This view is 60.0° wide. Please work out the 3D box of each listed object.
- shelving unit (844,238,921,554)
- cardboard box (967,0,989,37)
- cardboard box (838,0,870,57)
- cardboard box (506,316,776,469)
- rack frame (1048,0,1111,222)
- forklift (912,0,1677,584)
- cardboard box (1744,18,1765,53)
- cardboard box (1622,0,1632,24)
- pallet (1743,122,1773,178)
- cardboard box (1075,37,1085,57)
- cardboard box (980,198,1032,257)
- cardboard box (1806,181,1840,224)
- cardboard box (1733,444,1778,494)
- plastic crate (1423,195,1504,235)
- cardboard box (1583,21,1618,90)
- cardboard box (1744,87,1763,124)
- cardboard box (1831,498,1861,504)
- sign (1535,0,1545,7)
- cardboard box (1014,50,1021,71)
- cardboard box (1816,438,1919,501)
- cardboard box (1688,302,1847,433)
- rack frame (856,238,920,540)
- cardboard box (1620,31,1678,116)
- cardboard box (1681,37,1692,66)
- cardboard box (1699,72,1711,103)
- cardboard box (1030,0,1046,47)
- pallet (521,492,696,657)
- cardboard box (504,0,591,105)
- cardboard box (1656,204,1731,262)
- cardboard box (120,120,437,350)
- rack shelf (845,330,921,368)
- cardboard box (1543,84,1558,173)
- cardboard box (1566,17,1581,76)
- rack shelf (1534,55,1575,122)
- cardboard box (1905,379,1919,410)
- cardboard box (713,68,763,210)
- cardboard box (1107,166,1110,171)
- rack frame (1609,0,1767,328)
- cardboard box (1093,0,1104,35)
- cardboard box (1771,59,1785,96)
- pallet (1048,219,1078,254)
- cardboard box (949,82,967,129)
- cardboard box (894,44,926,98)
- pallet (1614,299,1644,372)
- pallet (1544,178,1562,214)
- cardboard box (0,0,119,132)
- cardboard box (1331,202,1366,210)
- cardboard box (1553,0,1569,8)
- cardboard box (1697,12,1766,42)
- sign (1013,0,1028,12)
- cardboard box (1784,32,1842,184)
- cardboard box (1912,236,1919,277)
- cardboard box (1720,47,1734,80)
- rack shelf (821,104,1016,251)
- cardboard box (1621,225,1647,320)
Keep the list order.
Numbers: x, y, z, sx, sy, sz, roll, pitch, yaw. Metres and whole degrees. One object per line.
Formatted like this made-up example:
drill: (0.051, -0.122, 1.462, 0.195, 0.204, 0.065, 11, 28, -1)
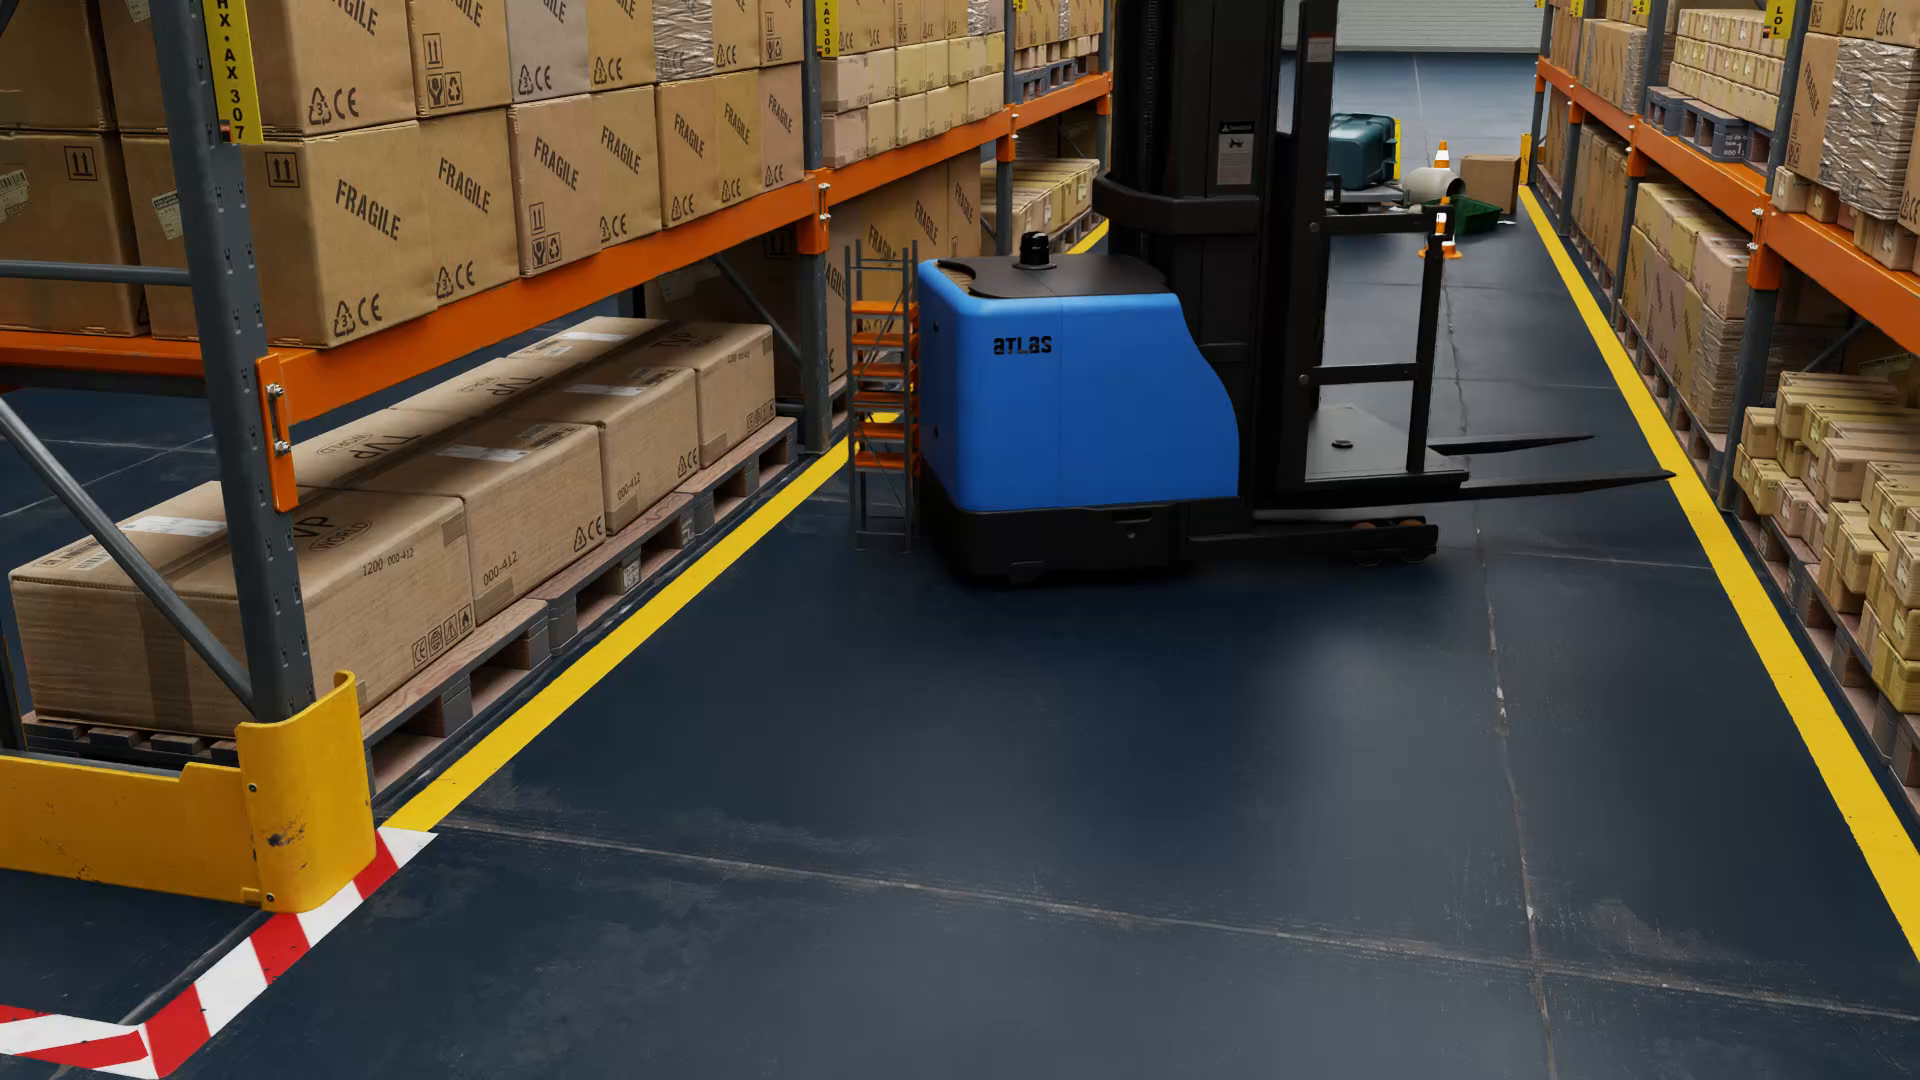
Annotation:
shelving unit: (-0.295, -0.548, 6.435, 0.258, 1.200, 0.189, 3, 19, 9)
cardboard box: (-0.130, -3.299, 10.003, 0.500, 0.500, 0.500, 5, 19, 14)
cardboard box: (-0.731, -2.504, 7.678, 0.500, 0.500, 0.500, 5, 19, 14)
cardboard box: (-1.375, -0.667, 7.313, 0.875, 0.438, 0.875, 4, 19, 13)
rack frame: (0.837, -4.376, 14.859, 1.000, 3.000, 0.127, 5, 19, 13)
forklift: (1.374, -1.448, 6.392, 3.031, 2.935, 1.130, -4, 19, -11)
cardboard box: (3.873, -2.336, 7.706, 0.380, 0.149, 0.250, 4, 19, 12)
cardboard box: (5.299, -4.062, 12.237, 0.700, 0.500, 0.500, 5, 19, 14)
pallet: (4.035, -1.647, 7.165, 1.003, 0.211, 1.213, 5, 19, 13)
cardboard box: (0.811, -4.028, 13.579, 0.380, 0.149, 0.250, 5, 19, 14)
cardboard box: (0.008, -2.254, 12.062, 0.950, 0.372, 0.625, 3, 19, 10)
cardboard box: (3.330, -1.241, 6.068, 0.380, 0.149, 0.250, 5, 20, 15)
cardboard box: (3.307, -0.270, 6.599, 0.380, 0.149, 0.250, 4, 19, 11)
plastic crate: (4.434, -2.871, 14.715, 0.450, 0.188, 0.662, 29, 33, 36)
cardboard box: (5.150, -3.762, 12.908, 0.500, 0.500, 0.500, 5, 19, 14)
cardboard box: (3.800, -1.967, 7.546, 0.380, 0.149, 0.250, 4, 19, 11)
cardboard box: (3.150, -0.077, 5.574, 0.380, 0.149, 0.250, 6, 20, 16)
sign: (6.102, -5.764, 17.459, 0.100, 0.325, 0.005, 5, 19, 13)
cardboard box: (0.221, -3.375, 11.668, 0.380, 0.149, 0.250, 3, 19, 10)
cardboard box: (3.100, -0.227, 5.553, 0.380, 0.149, 0.250, 5, 20, 15)
cardboard box: (3.644, -0.777, 7.540, 0.500, 0.500, 0.500, 4, 19, 12)
rack frame: (-0.280, -0.577, 6.520, 0.240, 1.200, 0.006, 3, 19, 9)
cardboard box: (4.534, -2.973, 10.596, 0.500, 0.500, 0.500, 5, 19, 13)
cardboard box: (4.308, -2.763, 9.415, 0.380, 0.149, 0.250, 6, 20, 16)
cardboard box: (4.121, -2.382, 8.759, 0.380, 0.149, 0.250, 5, 20, 15)
cardboard box: (0.315, -3.796, 11.896, 0.500, 0.500, 0.500, 6, 20, 16)
pallet: (-1.675, 0.067, 6.166, 1.003, 0.211, 1.213, 5, 19, 13)
cardboard box: (-1.464, -1.588, 4.994, 0.500, 0.500, 0.500, 5, 19, 13)
cardboard box: (4.024, -1.624, 8.859, 0.500, 0.250, 0.500, 5, 19, 14)
cardboard box: (-1.699, -0.790, 4.206, 0.500, 0.500, 0.500, 5, 19, 13)
rack shelf: (-0.295, -0.733, 6.372, 0.258, 0.103, 0.180, 3, 19, 9)
cardboard box: (6.538, -4.246, 17.116, 0.875, 0.875, 0.875, 5, 19, 14)
cardboard box: (5.853, -4.379, 14.635, 0.875, 0.550, 0.550, 5, 19, 13)
rack shelf: (6.151, -4.303, 15.759, 1.077, 0.370, 4.000, 5, 19, 13)
cardboard box: (3.873, -0.509, 6.376, 0.380, 0.149, 0.250, 5, 20, 15)
cardboard box: (-1.103, -1.589, 6.544, 0.500, 0.500, 0.500, 4, 19, 12)
cardboard box: (1.243, -3.437, 15.715, 0.500, 0.250, 0.500, 4, 19, 11)
rack frame: (4.685, -2.763, 10.137, 1.000, 3.000, 0.127, 5, 19, 13)
cardboard box: (0.947, -4.600, 14.250, 0.500, 0.500, 0.500, 4, 19, 12)
cardboard box: (3.676, -1.953, 7.044, 0.380, 0.149, 0.250, 5, 19, 14)
pallet: (0.352, -2.429, 13.472, 1.003, 0.211, 1.213, 5, 19, 13)
cardboard box: (-0.260, -2.555, 9.758, 0.500, 0.250, 0.500, 4, 19, 13)
cardboard box: (-0.487, -2.472, 8.742, 0.500, 0.250, 0.500, 5, 19, 14)
pallet: (4.492, -1.199, 9.871, 1.003, 0.211, 1.213, 5, 19, 13)
pallet: (6.220, -3.313, 16.061, 1.003, 0.211, 1.213, 5, 19, 13)
cardboard box: (-2.208, -1.305, 4.167, 0.500, 0.500, 0.500, 5, 20, 15)
cardboard box: (3.620, -3.469, 15.854, 0.797, 0.637, 0.503, 5, 19, 13)
cardboard box: (6.197, -5.395, 15.939, 0.875, 0.550, 0.550, 5, 19, 13)
cardboard box: (4.191, -2.751, 8.920, 0.380, 0.149, 0.250, 4, 19, 11)
sign: (0.399, -3.628, 10.876, 0.100, 0.325, 0.005, 5, 19, 13)
cardboard box: (3.342, -1.562, 6.006, 0.500, 0.500, 0.500, 4, 19, 12)
cardboard box: (3.026, -0.823, 4.846, 0.380, 0.149, 0.250, 5, 20, 15)
cardboard box: (3.996, -2.360, 8.234, 0.380, 0.149, 0.250, 5, 20, 15)
rack shelf: (-0.629, -2.155, 9.470, 1.077, 0.370, 4.000, 5, 19, 13)
cardboard box: (4.264, -1.578, 9.883, 0.500, 0.500, 0.500, 4, 19, 11)
